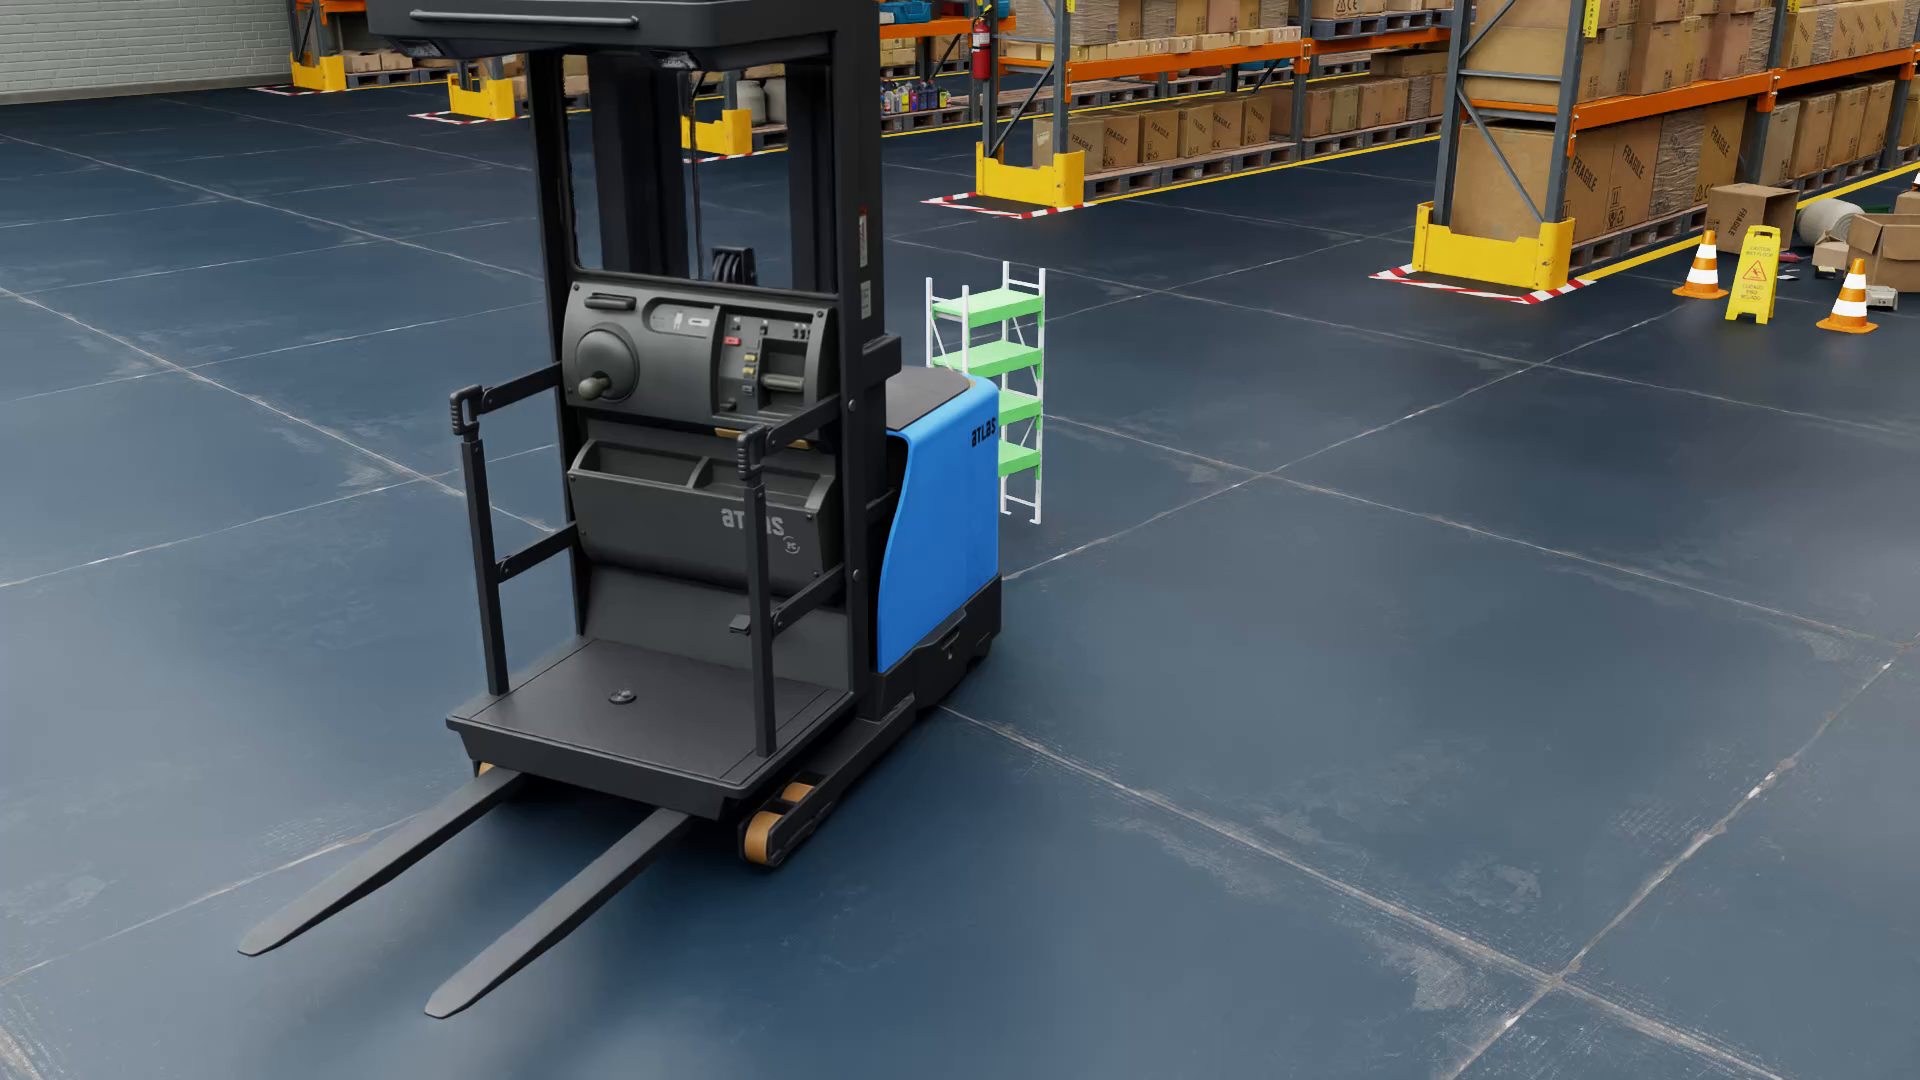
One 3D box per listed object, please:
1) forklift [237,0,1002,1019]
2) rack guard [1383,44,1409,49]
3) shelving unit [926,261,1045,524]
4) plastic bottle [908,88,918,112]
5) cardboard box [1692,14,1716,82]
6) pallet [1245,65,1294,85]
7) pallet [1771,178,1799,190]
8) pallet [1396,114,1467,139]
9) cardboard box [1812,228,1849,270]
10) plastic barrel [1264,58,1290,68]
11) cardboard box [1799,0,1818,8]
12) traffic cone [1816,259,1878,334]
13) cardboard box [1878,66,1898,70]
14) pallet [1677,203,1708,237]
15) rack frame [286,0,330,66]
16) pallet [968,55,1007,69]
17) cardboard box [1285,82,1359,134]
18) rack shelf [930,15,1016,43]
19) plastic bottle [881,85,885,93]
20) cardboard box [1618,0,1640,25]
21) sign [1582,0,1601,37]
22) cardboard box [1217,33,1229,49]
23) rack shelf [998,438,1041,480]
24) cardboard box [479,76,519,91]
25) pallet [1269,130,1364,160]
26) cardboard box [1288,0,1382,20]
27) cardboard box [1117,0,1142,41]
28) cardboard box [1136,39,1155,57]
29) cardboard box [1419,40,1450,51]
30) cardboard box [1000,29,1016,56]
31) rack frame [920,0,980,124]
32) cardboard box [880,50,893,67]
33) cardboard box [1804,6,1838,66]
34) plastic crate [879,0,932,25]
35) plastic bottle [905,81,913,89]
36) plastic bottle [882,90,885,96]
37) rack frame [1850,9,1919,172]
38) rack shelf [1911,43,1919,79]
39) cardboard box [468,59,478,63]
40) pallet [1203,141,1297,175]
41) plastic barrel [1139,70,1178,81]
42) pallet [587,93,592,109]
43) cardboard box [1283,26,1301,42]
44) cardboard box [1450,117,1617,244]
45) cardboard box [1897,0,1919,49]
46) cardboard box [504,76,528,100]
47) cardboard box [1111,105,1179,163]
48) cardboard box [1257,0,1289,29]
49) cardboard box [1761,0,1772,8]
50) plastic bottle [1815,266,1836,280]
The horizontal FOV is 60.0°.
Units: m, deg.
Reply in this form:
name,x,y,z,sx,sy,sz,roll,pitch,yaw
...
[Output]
name,x,y,z,sx,sy,sz,roll,pitch,yaw
forklift,-0.913,-0.560,4.946,1.130,2.935,3.031,9,23,23
rack guard,8.240,-8.910,30.059,1.175,0.500,0.348,19,28,41
shelving unit,0.115,-0.603,7.470,0.258,1.200,0.503,19,28,41
plastic bottle,-0.599,-5.581,21.086,0.133,0.283,0.061,-18,27,-39
cardboard box,5.816,-4.192,14.090,0.875,0.550,0.550,19,28,41
pallet,4.874,-7.550,26.923,1.003,0.211,1.213,19,28,41
pallet,7.377,-3.391,16.104,1.003,0.211,1.213,19,28,41
pallet,5.654,-5.269,20.989,1.003,0.211,1.213,19,28,41
cardboard box,7.013,-2.297,13.180,0.258,0.266,0.396,-14,25,-33
plastic barrel,5.050,-8.120,26.860,0.600,0.901,0.708,19,28,41
cardboard box,7.592,-5.251,15.522,0.700,0.500,0.500,19,28,40
traffic cone,6.063,-1.674,11.286,0.336,0.463,0.334,19,28,41
cardboard box,10.317,-5.257,18.925,0.500,0.250,0.500,-20,28,-41
pallet,6.306,-2.998,15.081,1.003,0.211,1.213,19,28,41
rack frame,-10.028,-8.434,25.337,1.000,3.000,0.127,19,28,41
pallet,0.504,-8.445,29.251,1.003,0.211,1.213,19,28,41
cardboard box,4.200,-5.052,19.409,0.700,0.500,0.500,19,28,40
rack shelf,1.256,-7.161,23.028,1.077,0.370,4.000,19,28,41
plastic bottle,-1.014,-5.743,21.526,0.097,0.271,0.097,0,21,0
cardboard box,4.707,-4.272,12.793,0.875,0.550,0.550,19,28,41
sign,4.496,-3.748,11.828,0.100,0.325,0.005,19,28,41
cardboard box,2.563,-5.188,17.242,0.380,0.149,0.250,19,28,41
rack shelf,0.115,-0.319,7.579,0.258,0.148,0.480,19,28,41
cardboard box,-6.313,-6.320,23.083,0.500,0.250,0.500,19,28,41
pallet,3.952,-4.642,19.358,1.003,0.211,1.213,19,28,41
cardboard box,4.064,-6.388,18.593,1.000,1.000,1.000,19,28,41
cardboard box,1.285,-5.194,16.352,0.875,0.500,0.500,19,28,41
cardboard box,1.701,-4.863,16.396,0.380,0.149,0.250,19,28,41
cardboard box,6.696,-6.148,21.765,1.225,0.875,0.875,18,27,38
cardboard box,0.702,-8.735,28.990,0.500,0.500,0.500,18,27,39
rack frame,-0.139,-6.983,21.561,1.000,3.000,0.127,19,28,41
cardboard box,-1.444,-7.835,27.024,0.500,0.250,0.500,19,28,40
cardboard box,7.804,-4.720,15.535,0.500,0.500,0.500,20,28,41
plastic crate,-0.717,-6.561,20.671,0.499,0.251,0.616,19,28,41
plastic bottle,-0.675,-5.942,22.044,0.097,0.271,0.097,0,21,0
plastic bottle,-0.934,-5.536,20.969,0.061,0.283,0.133,19,28,41
rack frame,9.683,-5.504,17.714,1.000,3.000,0.127,19,28,41
rack shelf,11.079,-5.682,19.180,1.077,0.370,4.000,19,28,41
cardboard box,-7.933,-8.224,27.661,0.500,0.500,0.500,17,27,37
pallet,2.966,-4.260,18.364,1.003,0.211,1.213,19,28,41
plastic barrel,2.980,-7.324,24.888,0.600,0.830,0.708,19,28,41
pallet,-5.121,-6.413,23.965,1.003,0.211,1.213,19,28,41
cardboard box,3.470,-5.497,18.046,0.380,0.149,0.250,19,28,41
cardboard box,4.528,-2.843,13.166,0.875,0.875,0.875,19,28,41
cardboard box,9.562,-5.368,17.219,0.500,0.500,0.500,19,28,41
cardboard box,-5.942,-6.190,22.745,0.500,0.250,0.500,19,28,41
cardboard box,1.910,-4.219,17.269,0.500,0.500,0.500,-17,27,-37
cardboard box,3.051,-5.828,18.004,0.875,0.500,0.500,19,28,41
cardboard box,6.611,-4.964,14.593,0.875,0.550,0.550,19,28,41
plastic bottle,6.716,-2.082,12.905,0.133,0.061,0.283,9,23,23
